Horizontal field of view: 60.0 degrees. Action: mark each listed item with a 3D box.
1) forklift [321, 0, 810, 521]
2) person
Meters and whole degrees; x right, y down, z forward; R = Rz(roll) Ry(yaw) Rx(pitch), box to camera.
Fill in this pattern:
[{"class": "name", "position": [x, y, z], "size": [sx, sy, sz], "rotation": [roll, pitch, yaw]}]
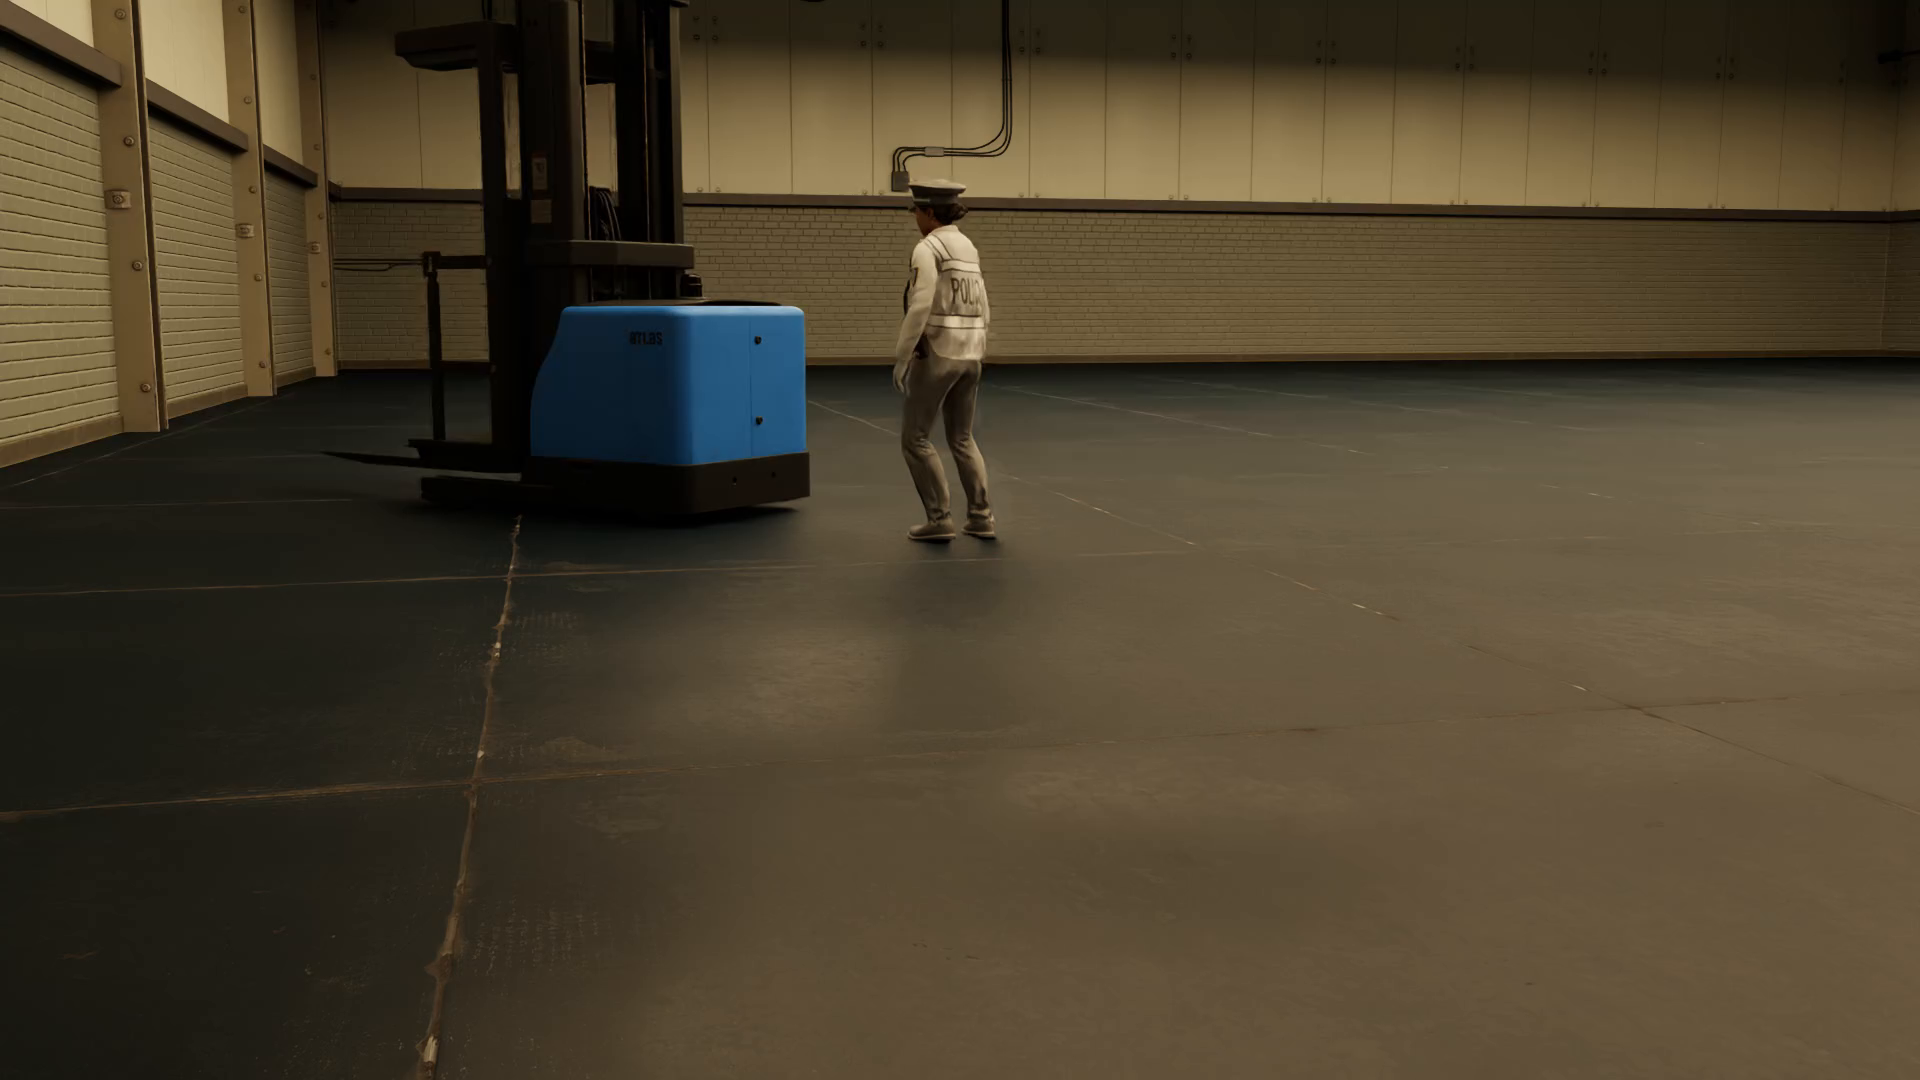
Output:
[{"class": "forklift", "position": [-2.315, -1.673, 9.085], "size": [3.031, 2.935, 1.130], "rotation": [5, 9, 33]}, {"class": "person", "position": [-0.065, -0.813, 7.612], "size": [0.341, 1.647, 0.599], "rotation": [6, 10, 36]}]
